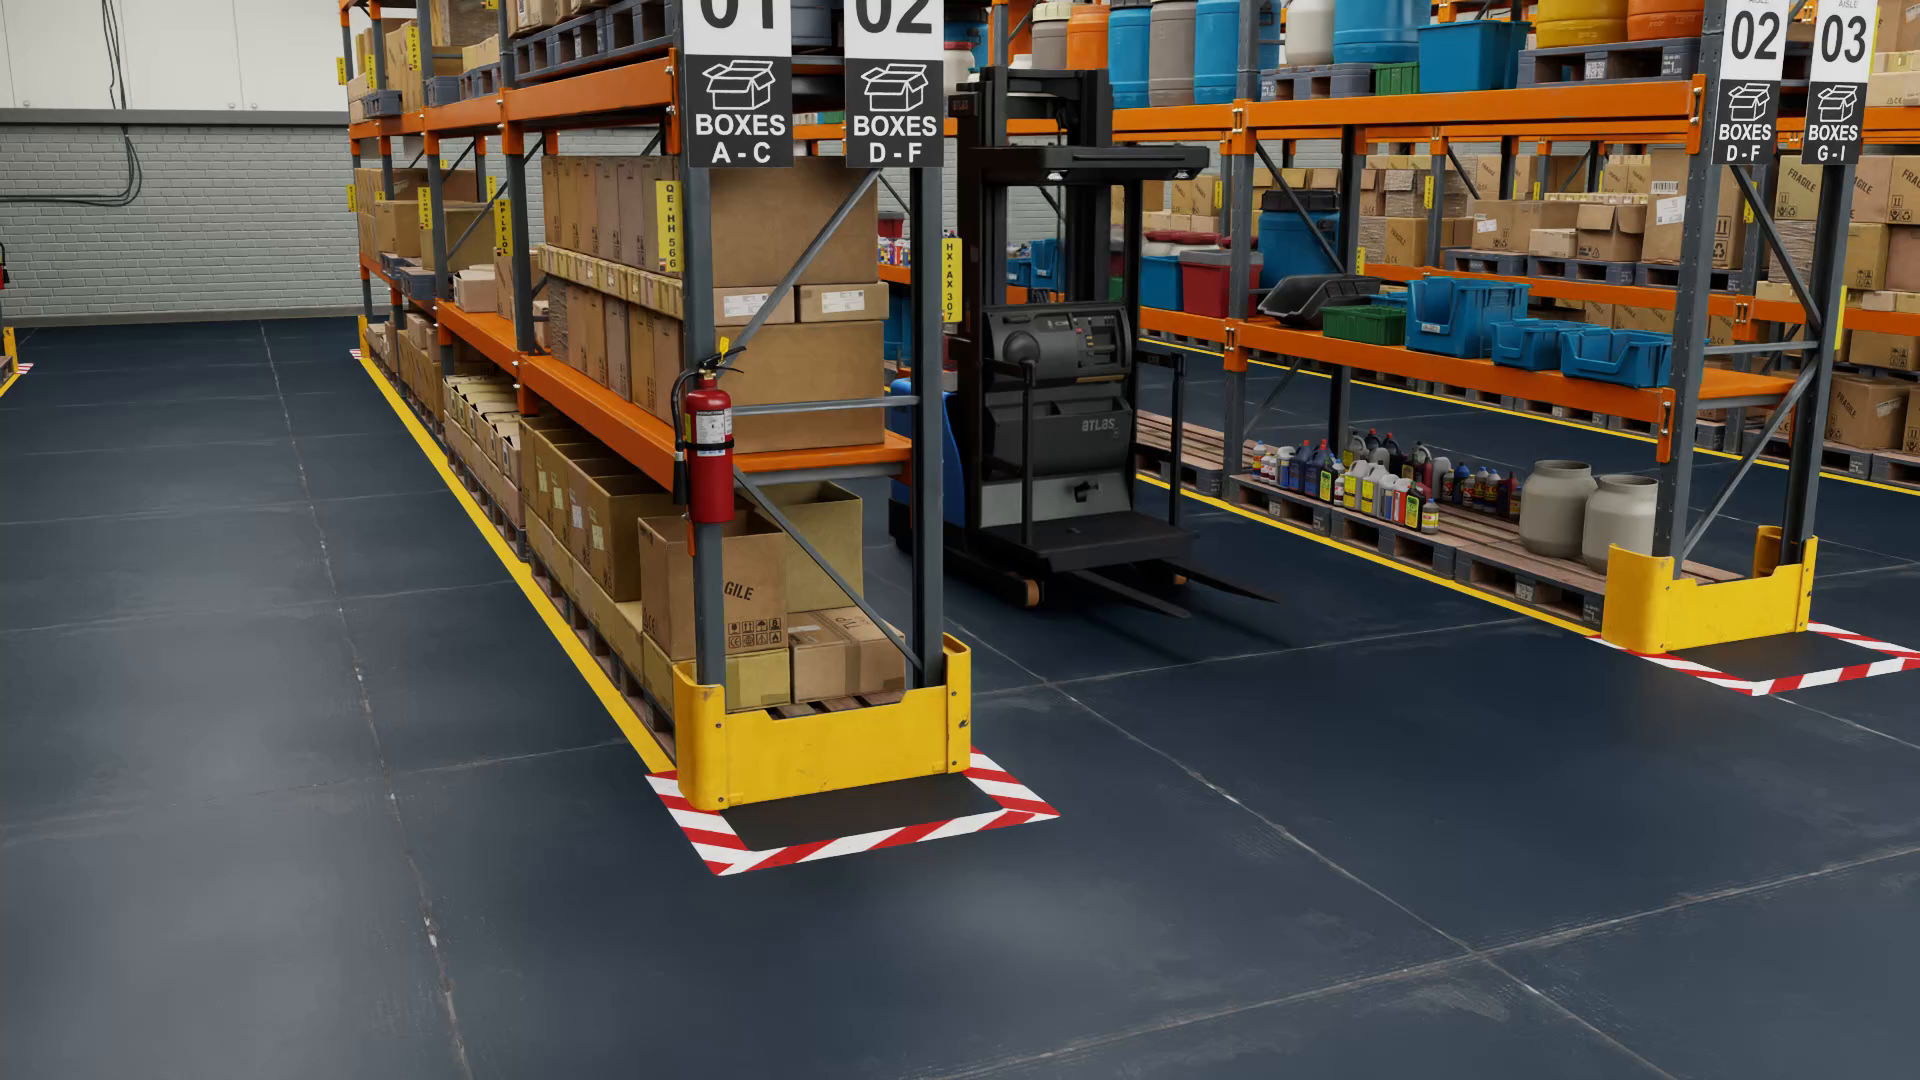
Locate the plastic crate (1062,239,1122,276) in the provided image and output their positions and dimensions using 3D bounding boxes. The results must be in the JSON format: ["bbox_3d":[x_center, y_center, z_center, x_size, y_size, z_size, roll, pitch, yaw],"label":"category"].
[{"bbox_3d":[1.152,-2.280,13.925,0.402,0.464,0.583,-6,14,-23],"label":"plastic crate"}]

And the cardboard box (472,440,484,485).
[{"bbox_3d":[-3.193,-0.577,11.877,0.500,0.250,0.500,-5,14,-22],"label":"cardboard box"}]

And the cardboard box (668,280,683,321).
[{"bbox_3d":[-0.984,-0.991,6.839,0.380,0.149,0.250,-5,14,-22],"label":"cardboard box"}]

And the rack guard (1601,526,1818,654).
[{"bbox_3d":[3.916,0.249,8.684,1.175,0.500,0.348,-6,14,-23],"label":"rack guard"}]

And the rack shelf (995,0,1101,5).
[{"bbox_3d":[1.586,-4.574,13.159,1.077,0.370,4.000,-6,14,-23],"label":"rack shelf"}]

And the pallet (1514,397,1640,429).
[{"bbox_3d":[6.120,-1.286,15.956,1.003,0.211,1.213,-6,14,-23],"label":"pallet"}]

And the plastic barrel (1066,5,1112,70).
[{"bbox_3d":[1.177,-3.956,13.706,0.600,0.830,0.708,-6,14,-23],"label":"plastic barrel"}]

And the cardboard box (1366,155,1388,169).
[{"bbox_3d":[6.641,-5.701,25.752,0.500,0.500,0.500,-6,14,-23],"label":"cardboard box"}]

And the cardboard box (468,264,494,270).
[{"bbox_3d":[-3.649,-2.041,13.233,0.500,0.311,0.500,-5,14,-19],"label":"cardboard box"}]

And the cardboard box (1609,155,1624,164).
[{"bbox_3d":[11.088,-6.359,27.814,0.380,0.149,0.250,-5,14,-22],"label":"cardboard box"}]

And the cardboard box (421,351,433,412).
[{"bbox_3d":[-4.552,-1.439,15.002,0.500,0.500,0.500,-6,14,-25],"label":"cardboard box"}]

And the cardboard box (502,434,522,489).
[{"bbox_3d":[-2.577,-0.533,10.443,0.500,0.311,0.500,-6,14,-23],"label":"cardboard box"}]

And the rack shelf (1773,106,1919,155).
[{"bbox_3d":[7.727,-2.929,11.814,1.077,0.370,4.000,-6,14,-23],"label":"rack shelf"}]

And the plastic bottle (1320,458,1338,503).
[{"bbox_3d":[2.434,-0.393,10.966,0.061,0.283,0.133,-5,14,-20],"label":"plastic bottle"}]

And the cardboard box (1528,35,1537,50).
[{"bbox_3d":[5.684,-4.482,15.601,0.500,0.500,0.500,-6,14,-25],"label":"cardboard box"}]

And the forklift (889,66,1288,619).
[{"bbox_3d":[0.680,-1.164,9.399,1.130,2.935,3.031,-7,15,-27],"label":"forklift"}]

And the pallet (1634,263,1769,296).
[{"bbox_3d":[6.753,-2.308,14.617,1.003,0.211,1.213,-6,14,-23],"label":"pallet"}]

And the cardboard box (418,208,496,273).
[{"bbox_3d":[-4.110,-2.537,14.024,0.700,0.500,0.500,-12,18,-42],"label":"cardboard box"}]

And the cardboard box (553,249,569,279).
[{"bbox_3d":[-2.017,-1.524,9.140,0.380,0.149,0.250,-6,14,-24],"label":"cardboard box"}]

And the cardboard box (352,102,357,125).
[{"bbox_3d":[-6.798,-4.971,19.375,0.500,0.250,0.500,-6,14,-23],"label":"cardboard box"}]

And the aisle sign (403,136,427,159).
[{"bbox_3d":[-6.706,-5.124,20.593,0.394,0.787,0.004,-6,14,-23],"label":"aisle sign"}]

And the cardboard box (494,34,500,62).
[{"bbox_3d":[-2.862,-3.330,11.356,0.500,0.250,0.500,-7,15,-28],"label":"cardboard box"}]

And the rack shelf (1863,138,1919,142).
[{"bbox_3d":[13.602,-5.477,22.823,1.077,0.370,4.000,-6,14,-23],"label":"rack shelf"}]

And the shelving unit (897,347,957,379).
[{"bbox_3d":[-0.198,-0.668,11.096,0.258,1.200,0.503,-7,15,-27],"label":"shelving unit"}]

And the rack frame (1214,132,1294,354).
[{"bbox_3d":[3.721,-3.884,20.998,1.000,3.000,0.127,-6,14,-23],"label":"rack frame"}]

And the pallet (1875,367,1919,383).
[{"bbox_3d":[10.640,-1.705,17.767,1.003,0.211,1.213,-6,14,-23],"label":"pallet"}]

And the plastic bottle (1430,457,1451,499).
[{"bbox_3d":[3.177,-0.424,11.112,0.152,0.276,0.135,-5,14,-22],"label":"plastic bottle"}]

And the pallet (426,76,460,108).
[{"bbox_3d":[-3.401,-3.401,12.677,1.213,0.211,1.003,-5,14,-20],"label":"pallet"}]

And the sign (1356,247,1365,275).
[{"bbox_3d":[2.896,-1.966,12.097,0.100,0.325,0.005,-6,14,-23],"label":"sign"}]

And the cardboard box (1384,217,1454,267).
[{"bbox_3d":[4.899,-3.186,17.760,0.500,0.500,0.500,-5,14,-21],"label":"cardboard box"}]

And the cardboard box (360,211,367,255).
[{"bbox_3d":[-6.812,-3.643,19.737,0.500,0.500,0.500,-6,14,-24],"label":"cardboard box"}]

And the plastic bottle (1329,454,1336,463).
[{"bbox_3d":[2.499,-0.445,11.217,0.097,0.271,0.097,0,13,0],"label":"plastic bottle"}]

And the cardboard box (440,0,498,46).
[{"bbox_3d":[-3.924,-4.251,13.494,0.500,0.500,0.500,-6,14,-23],"label":"cardboard box"}]

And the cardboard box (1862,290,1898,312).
[{"bbox_3d":[7.121,-1.829,12.676,0.380,0.149,0.250,-6,14,-23],"label":"cardboard box"}]

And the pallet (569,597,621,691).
[{"bbox_3d":[-1.380,0.442,8.491,1.003,0.211,1.213,-6,14,-23],"label":"pallet"}]

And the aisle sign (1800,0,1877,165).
[{"bbox_3d":[4.287,-2.235,8.110,0.394,0.787,0.004,-6,14,-23],"label":"aisle sign"}]

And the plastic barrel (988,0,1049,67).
[{"bbox_3d":[0.561,-4.603,15.568,0.600,0.830,0.708,-6,14,-23],"label":"plastic barrel"}]

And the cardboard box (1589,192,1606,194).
[{"bbox_3d":[8.646,-4.618,22.475,0.380,0.149,0.250,-5,14,-20],"label":"cardboard box"}]

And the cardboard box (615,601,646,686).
[{"bbox_3d":[-1.247,0.438,7.491,0.500,0.250,0.500,-6,14,-23],"label":"cardboard box"}]

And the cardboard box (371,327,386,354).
[{"bbox_3d":[-6.601,-2.346,19.478,0.500,0.250,0.500,-6,14,-23],"label":"cardboard box"}]

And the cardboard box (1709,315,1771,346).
[{"bbox_3d":[9.405,-2.584,19.993,0.500,0.500,0.500,-6,14,-23],"label":"cardboard box"}]

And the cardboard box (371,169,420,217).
[{"bbox_3d":[-6.005,-3.712,17.818,0.500,0.500,0.500,-6,14,-24],"label":"cardboard box"}]

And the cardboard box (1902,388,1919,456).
[{"bbox_3d":[7.606,-0.893,12.687,0.500,0.500,0.500,-7,15,-28],"label":"cardboard box"}]

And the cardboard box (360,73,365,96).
[{"bbox_3d":[-6.196,-4.905,17.981,0.500,0.250,0.500,-6,14,-23],"label":"cardboard box"}]

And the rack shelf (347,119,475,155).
[{"bbox_3d":[-6.158,-4.514,18.663,1.077,0.370,4.000,-6,14,-23],"label":"rack shelf"}]

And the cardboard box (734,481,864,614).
[{"bbox_3d":[-0.763,0.025,7.612,0.500,0.500,0.500,-6,14,-23],"label":"cardboard box"}]

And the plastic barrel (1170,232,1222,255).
[{"bbox_3d":[1.911,-2.219,13.503,0.433,0.535,0.433,0,13,0],"label":"plastic barrel"}]

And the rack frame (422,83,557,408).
[{"bbox_3d":[-3.755,-2.163,13.565,1.000,3.000,0.127,-6,14,-23],"label":"rack frame"}]

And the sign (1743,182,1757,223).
[{"bbox_3d":[6.419,-2.744,13.506,0.100,0.325,0.005,-6,14,-23],"label":"sign"}]

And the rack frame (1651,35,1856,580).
[{"bbox_3d":[3.990,-0.957,8.353,1.000,3.000,0.127,-6,14,-23],"label":"rack frame"}]

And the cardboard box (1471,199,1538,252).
[{"bbox_3d":[5.576,-3.203,16.902,0.500,0.500,0.500,-8,15,-30],"label":"cardboard box"}]

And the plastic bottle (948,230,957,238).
[{"bbox_3d":[-0.075,-3.214,18.213,0.144,0.351,0.185,-6,14,-23],"label":"plastic bottle"}]
